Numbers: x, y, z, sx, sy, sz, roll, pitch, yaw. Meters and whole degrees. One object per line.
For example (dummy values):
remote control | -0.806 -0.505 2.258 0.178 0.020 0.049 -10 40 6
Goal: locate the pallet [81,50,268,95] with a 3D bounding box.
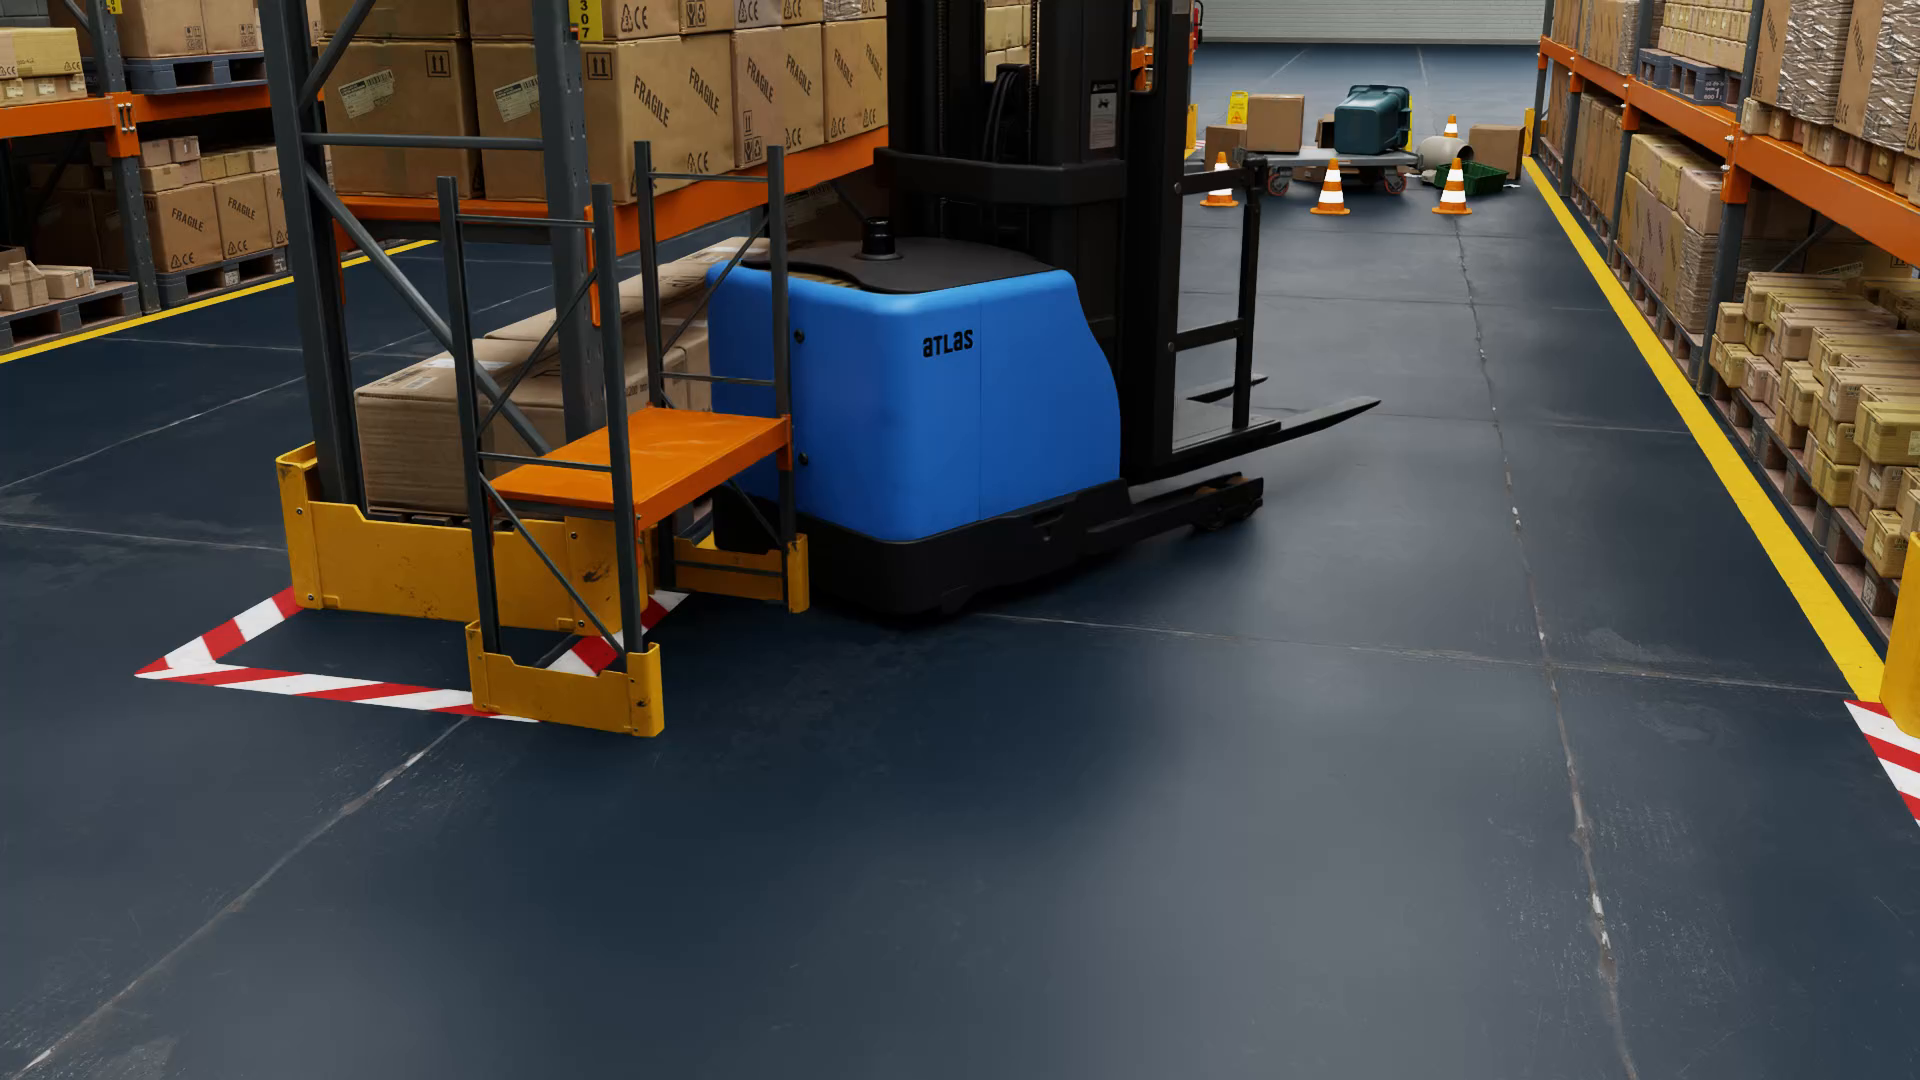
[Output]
pallet | -5.163 -3.010 10.656 1.003 0.211 1.213 5 19 13

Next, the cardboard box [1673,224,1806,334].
cardboard box | 4.111 -1.376 8.794 0.500 0.500 0.500 4 19 12

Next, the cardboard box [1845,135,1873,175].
cardboard box | 3.493 -1.423 6.101 0.380 0.149 0.250 5 20 15

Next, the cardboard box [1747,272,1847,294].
cardboard box | 3.889 -1.148 7.749 0.380 0.149 0.250 5 20 16

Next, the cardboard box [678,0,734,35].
cardboard box | -1.115 -2.025 5.775 0.500 0.500 0.500 4 19 12

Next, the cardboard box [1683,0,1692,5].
cardboard box | 4.658 -3.350 10.175 0.380 0.149 0.250 4 19 11

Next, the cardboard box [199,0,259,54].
cardboard box | -5.003 -3.401 10.700 0.700 0.500 0.500 5 19 14

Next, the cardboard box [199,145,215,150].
cardboard box | -5.388 -2.644 11.502 0.380 0.149 0.250 5 20 15

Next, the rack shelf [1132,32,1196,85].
rack shelf | 1.793 -5.262 18.065 1.077 0.370 4.000 5 19 13

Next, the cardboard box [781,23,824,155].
cardboard box | -0.887 -1.866 6.857 0.500 0.500 0.500 5 20 15

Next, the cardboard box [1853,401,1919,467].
cardboard box | 3.138 -0.338 5.376 0.380 0.149 0.250 4 19 12

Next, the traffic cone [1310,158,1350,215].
traffic cone | 3.258 -3.106 14.565 0.336 0.463 0.334 5 19 13

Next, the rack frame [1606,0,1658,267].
rack frame | 5.152 -3.363 11.391 1.000 3.000 0.127 5 19 13

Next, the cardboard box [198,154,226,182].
cardboard box | -5.075 -2.447 10.926 0.380 0.149 0.250 4 19 11

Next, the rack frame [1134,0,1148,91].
rack frame | 1.304 -4.976 16.114 1.000 3.000 0.127 5 19 13

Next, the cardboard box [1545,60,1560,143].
cardboard box | 7.005 -4.845 18.371 0.875 0.875 0.875 5 19 14

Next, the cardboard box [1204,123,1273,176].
cardboard box | 2.886 -4.022 17.186 0.500 0.500 0.500 -13 23 -34

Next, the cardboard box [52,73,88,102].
cardboard box | -5.297 -2.620 9.606 0.380 0.149 0.250 5 19 14

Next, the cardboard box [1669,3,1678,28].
cardboard box | 4.775 -3.362 10.670 0.380 0.149 0.250 6 20 16

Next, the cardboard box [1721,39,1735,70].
cardboard box | 4.267 -2.567 8.801 0.380 0.149 0.250 4 19 11

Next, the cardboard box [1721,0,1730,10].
cardboard box | 4.340 -2.936 8.960 0.380 0.149 0.250 4 19 12

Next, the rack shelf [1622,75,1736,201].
rack shelf | 4.663 -2.395 9.672 1.077 0.370 4.000 5 19 13

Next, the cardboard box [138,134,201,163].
cardboard box | -5.102 -2.499 10.617 0.380 0.149 0.250 4 19 11

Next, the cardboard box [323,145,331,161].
cardboard box | -4.713 -2.847 12.097 0.380 0.149 0.250 4 19 11

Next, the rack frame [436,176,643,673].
rack frame | -1.111 -0.205 4.467 0.500 1.500 0.032 6 20 18

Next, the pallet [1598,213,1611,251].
pallet | 5.417 -2.284 12.548 1.003 0.211 1.213 5 19 13

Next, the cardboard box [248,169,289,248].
cardboard box | -4.881 -2.332 11.593 0.500 0.500 0.500 4 19 12

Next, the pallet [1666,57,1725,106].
pallet | 4.708 -2.648 9.596 1.003 0.211 1.213 5 19 13

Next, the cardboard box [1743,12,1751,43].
cardboard box | 4.143 -2.552 8.298 0.380 0.149 0.250 5 19 14

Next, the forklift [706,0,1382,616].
forklift | 0.533 -1.530 6.132 3.031 2.935 1.130 -17 25 -41

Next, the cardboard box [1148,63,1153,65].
cardboard box | 1.923 -4.894 17.316 0.380 0.149 0.250 5 20 15

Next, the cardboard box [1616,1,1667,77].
cardboard box | 5.001 -3.572 11.851 0.500 0.500 0.500 5 19 13

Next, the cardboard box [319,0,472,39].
cardboard box | -1.741 -1.905 5.422 0.500 0.500 0.500 5 20 15

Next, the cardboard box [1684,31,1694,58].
cardboard box | 4.588 -2.981 10.014 0.380 0.149 0.250 5 20 15

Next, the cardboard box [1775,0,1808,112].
cardboard box | 3.695 -2.006 6.805 0.500 0.500 0.500 5 19 13

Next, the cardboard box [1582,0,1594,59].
cardboard box | 5.617 -4.362 14.162 0.500 0.500 0.500 5 19 14

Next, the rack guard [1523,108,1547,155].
rack guard | 7.112 -4.695 19.159 1.175 0.500 0.348 5 19 13

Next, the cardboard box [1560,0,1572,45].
cardboard box | 6.598 -5.312 16.867 0.875 0.550 0.500 5 19 13

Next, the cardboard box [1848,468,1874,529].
cardboard box | 3.284 -0.129 5.686 0.380 0.149 0.250 5 19 14

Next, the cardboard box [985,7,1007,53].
cardboard box | -0.020 -3.071 9.996 0.500 0.250 0.500 5 19 14

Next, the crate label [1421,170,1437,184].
crate label | 4.739 -3.598 16.509 0.298 0.136 0.250 -9 21 -24

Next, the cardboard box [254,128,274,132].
cardboard box | -5.147 -3.053 12.700 0.380 0.149 0.250 4 19 11

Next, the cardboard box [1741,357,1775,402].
cardboard box | 3.699 -0.704 7.370 0.380 0.149 0.250 5 19 13

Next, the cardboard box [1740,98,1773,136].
cardboard box | 3.788 -1.927 7.577 0.380 0.149 0.250 5 20 15

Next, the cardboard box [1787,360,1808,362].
cardboard box | 3.617 -0.677 6.828 0.380 0.149 0.250 6 20 16

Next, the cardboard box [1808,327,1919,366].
cardboard box | 3.581 -0.735 6.539 0.380 0.149 0.250 4 19 11

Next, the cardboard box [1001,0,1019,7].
cardboard box | 0.079 -3.585 10.341 0.500 0.500 0.500 4 19 12

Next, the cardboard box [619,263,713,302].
cardboard box | -1.126 -0.985 7.746 0.875 0.438 0.875 4 19 12

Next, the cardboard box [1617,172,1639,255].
cardboard box | 4.732 -2.177 11.137 0.500 0.500 0.500 4 19 11

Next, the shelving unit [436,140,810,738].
shelving unit | -0.948 -0.357 4.914 0.587 1.500 1.083 6 20 18

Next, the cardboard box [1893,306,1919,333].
cardboard box | 4.123 -0.871 6.937 0.380 0.149 0.250 5 20 15

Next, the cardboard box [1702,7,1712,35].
cardboard box | 4.464 -2.959 9.488 0.380 0.149 0.250 5 20 15

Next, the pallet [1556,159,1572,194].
pallet | 6.391 -3.529 16.192 1.003 0.211 1.213 5 19 13

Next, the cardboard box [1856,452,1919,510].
cardboard box | 3.175 -0.196 5.423 0.380 0.149 0.250 4 19 11

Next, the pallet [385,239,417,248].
pallet | -4.706 -2.562 13.362 1.003 0.211 1.213 5 19 13

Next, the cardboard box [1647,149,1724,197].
cardboard box | 4.491 -2.223 10.113 0.500 0.250 0.500 5 19 14
